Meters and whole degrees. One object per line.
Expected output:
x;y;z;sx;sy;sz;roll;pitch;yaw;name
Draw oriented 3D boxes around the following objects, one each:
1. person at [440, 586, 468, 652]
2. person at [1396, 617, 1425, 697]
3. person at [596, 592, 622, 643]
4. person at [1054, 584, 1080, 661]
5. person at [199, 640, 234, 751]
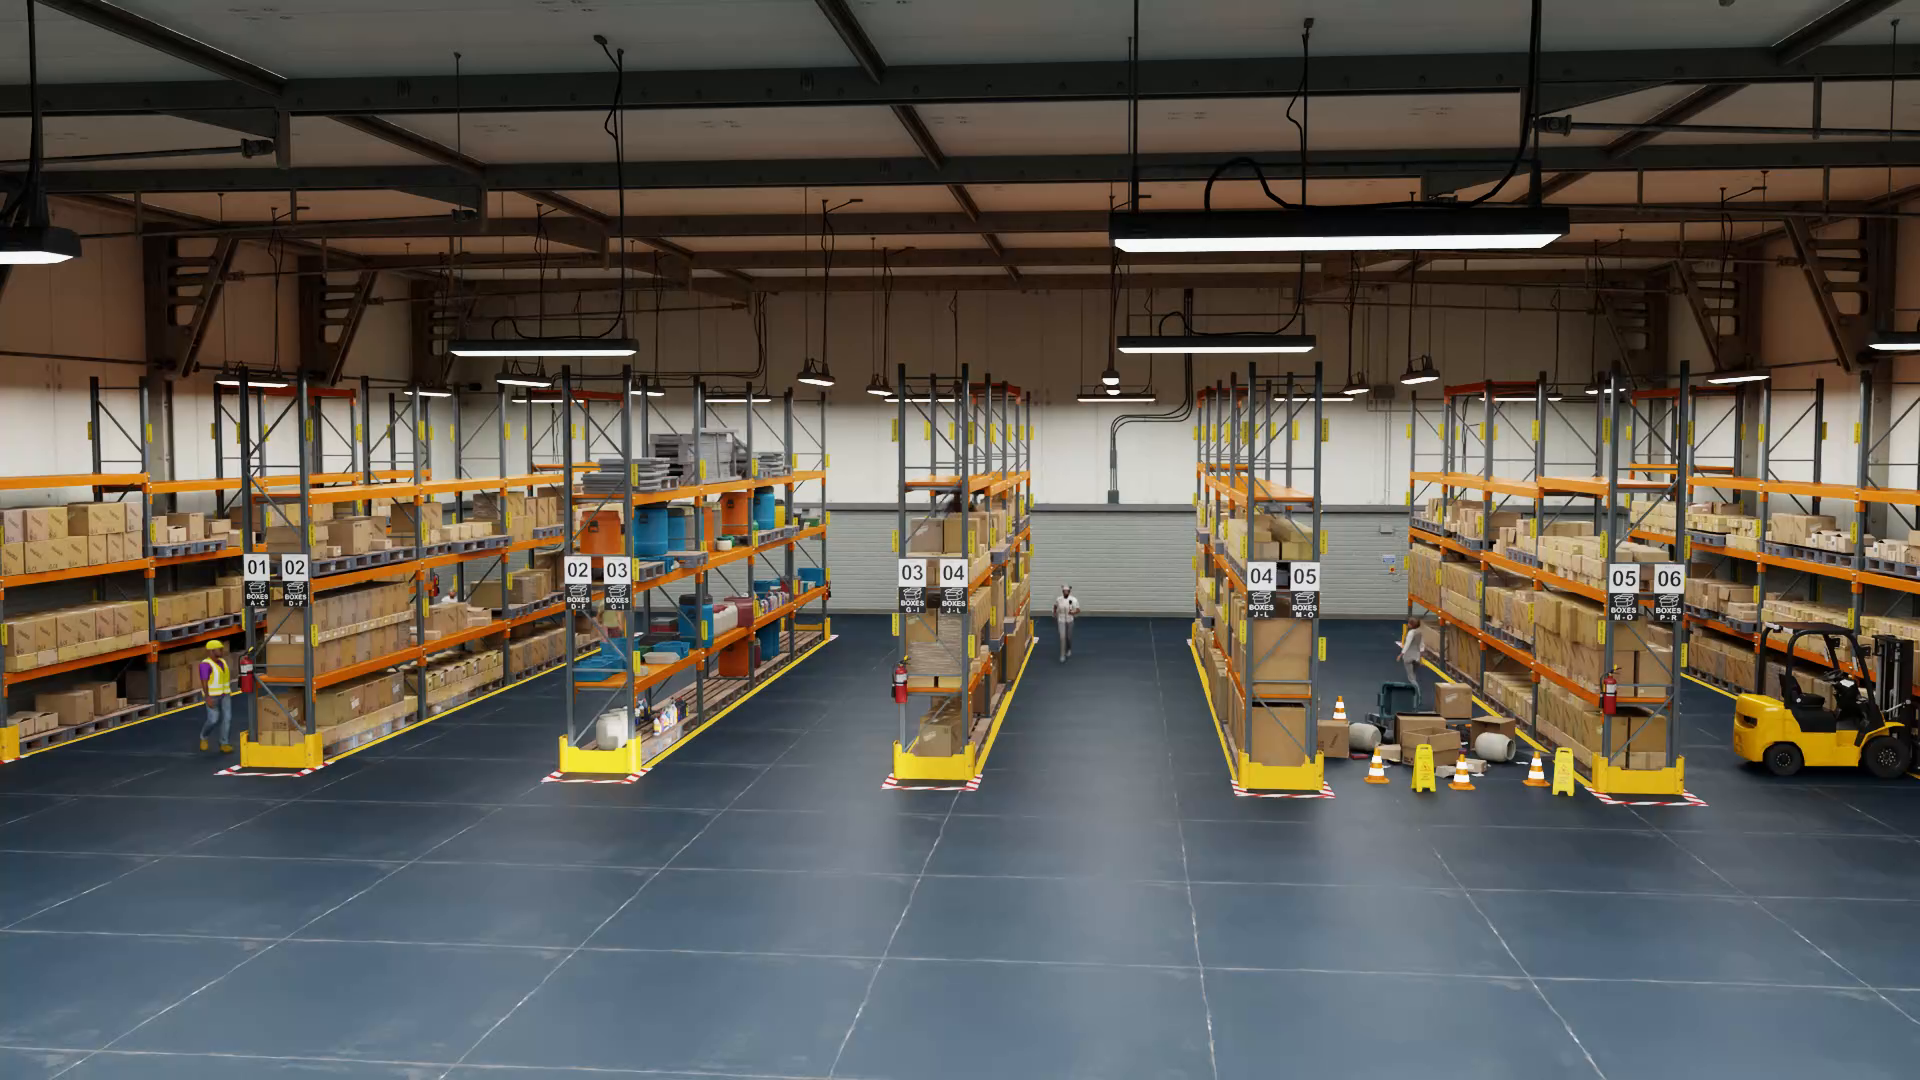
-11.231;1.847;36.836;0.623;1.697;0.746;1;4;11;person
8.409;2.213;31.001;0.512;1.577;0.841;0;4;-7;person
-7.637;1.873;36.175;0.607;1.621;1.064;0;4;2;person
2.345;1.792;36.548;0.595;1.650;1.006;0;4;6;person
-11.720;2.454;26.232;0.646;1.754;0.600;2;4;29;person
